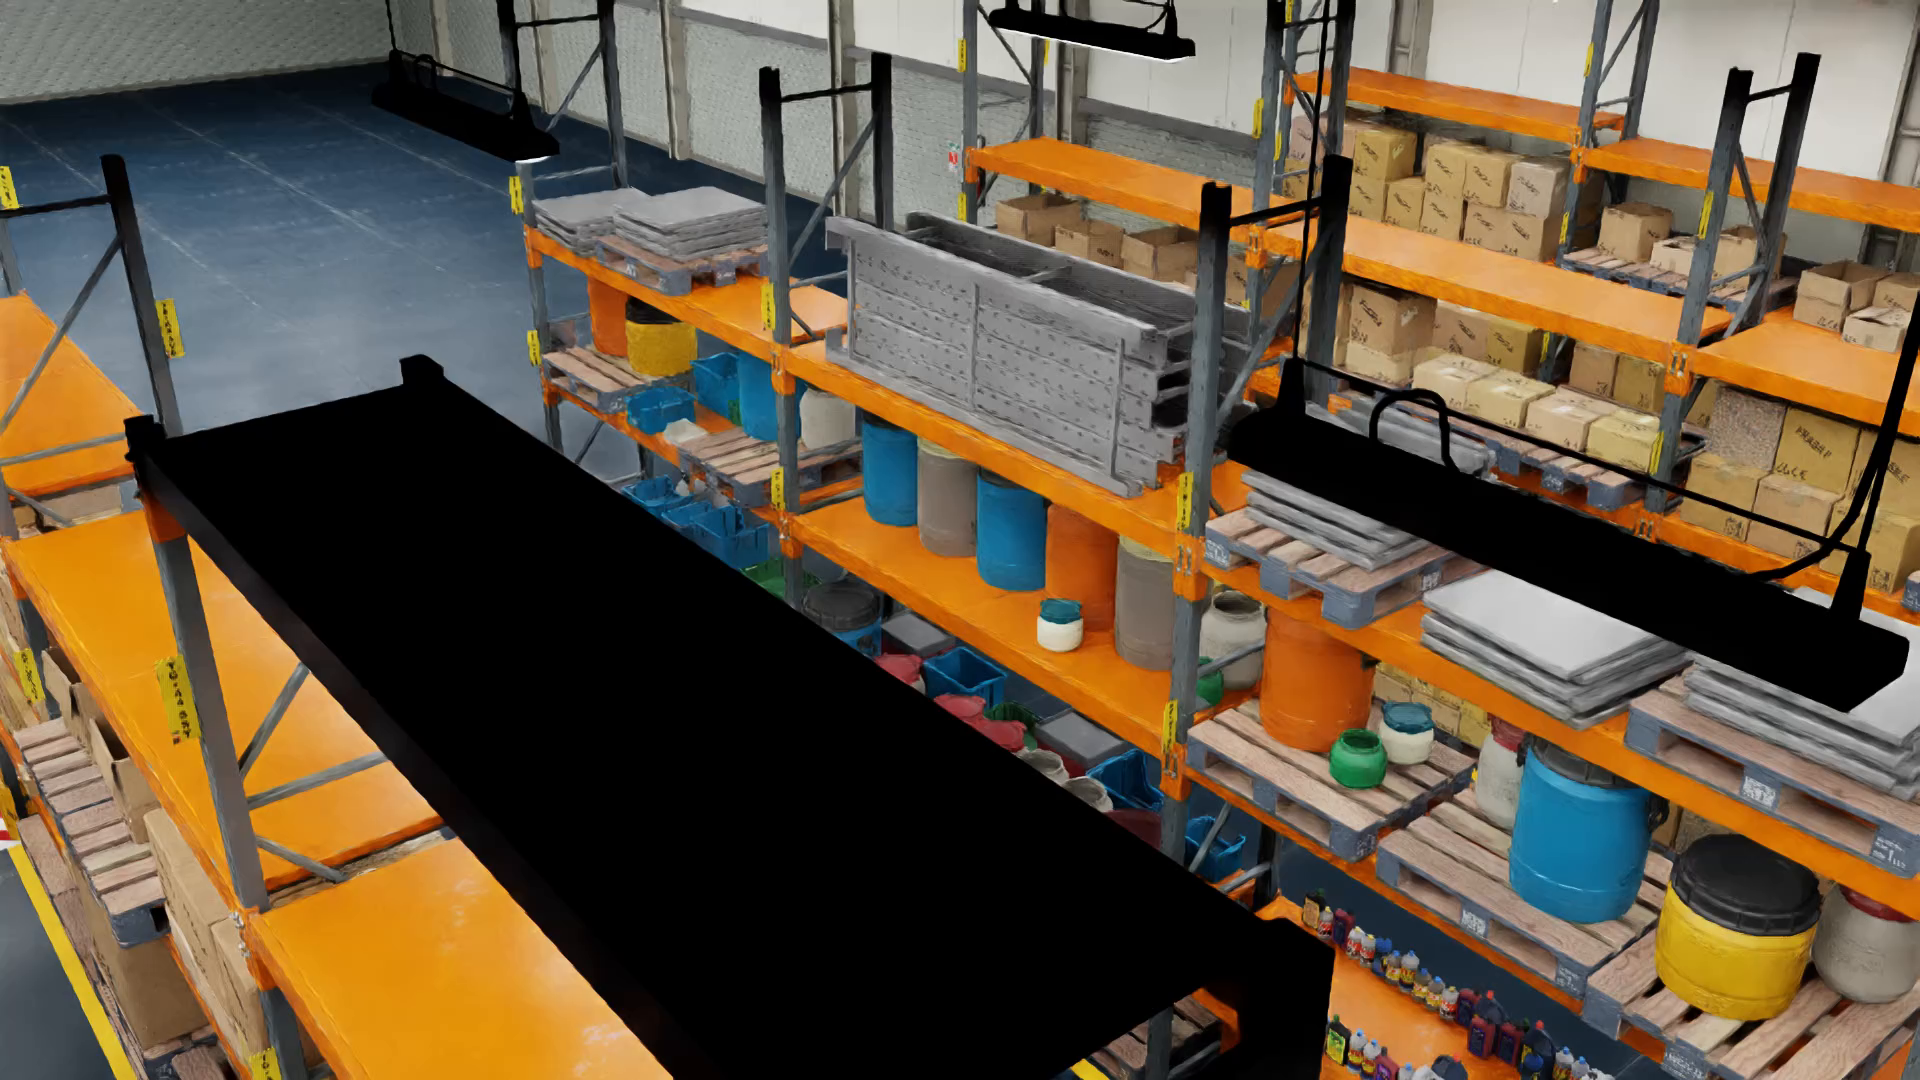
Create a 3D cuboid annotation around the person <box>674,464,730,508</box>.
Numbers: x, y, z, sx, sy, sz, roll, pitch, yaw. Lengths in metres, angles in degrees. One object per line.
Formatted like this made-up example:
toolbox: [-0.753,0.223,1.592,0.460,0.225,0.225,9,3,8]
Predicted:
person: [-2.792,-0.667,17.797,0.797,1.598,0.664,15,30,28]
